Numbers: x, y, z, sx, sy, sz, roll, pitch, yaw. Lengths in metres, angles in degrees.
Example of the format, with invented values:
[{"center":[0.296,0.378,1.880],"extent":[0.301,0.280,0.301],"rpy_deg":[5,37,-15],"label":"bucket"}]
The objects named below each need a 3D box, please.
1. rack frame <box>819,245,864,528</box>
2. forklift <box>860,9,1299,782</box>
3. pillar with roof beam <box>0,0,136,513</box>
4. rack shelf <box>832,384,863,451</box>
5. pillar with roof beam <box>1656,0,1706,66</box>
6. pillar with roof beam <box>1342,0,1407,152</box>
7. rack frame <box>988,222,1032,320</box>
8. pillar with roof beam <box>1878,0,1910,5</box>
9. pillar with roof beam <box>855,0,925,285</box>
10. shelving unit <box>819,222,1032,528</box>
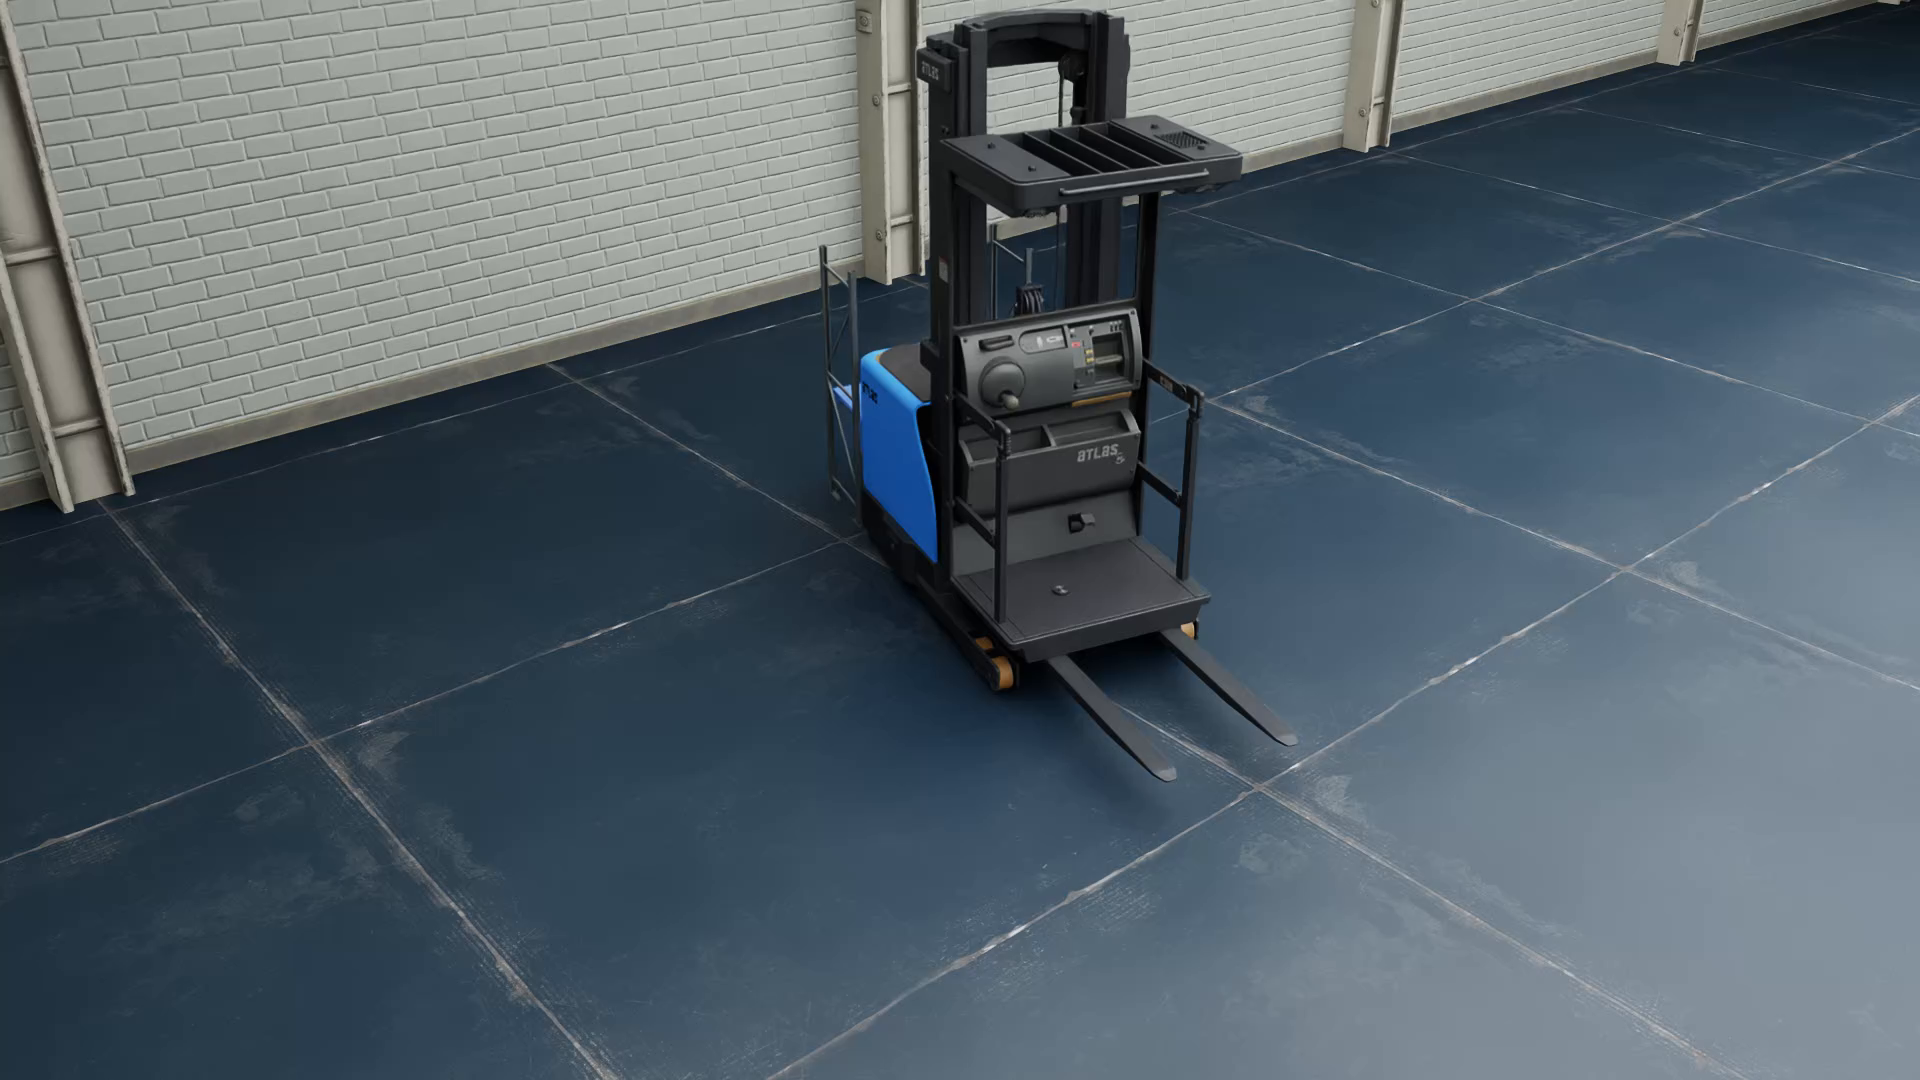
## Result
[{"center":[-0.656,-0.842,9.233],"extent":[0.032,1.500,0.500],"rpy_deg":[-12,30,-20],"label":"rack frame"},{"center":[0.526,-0.807,7.651],"extent":[1.130,2.935,3.031],"rpy_deg":[-12,30,-22],"label":"forklift"},{"center":[-2.292,-2.692,4.739],"extent":[0.400,9.000,9.100],"rpy_deg":[-22,35,-35],"label":"pillar with roof beam"},{"center":[-0.189,-0.778,9.495],"extent":[1.000,0.185,0.538],"rpy_deg":[-12,30,-20],"label":"rack shelf"},{"center":[11.402,-8.198,15.043],"extent":[0.400,9.000,9.100],"rpy_deg":[-22,35,-35],"label":"pillar with roof beam"},{"center":[6.837,-6.363,11.609],"extent":[0.400,9.000,9.100],"rpy_deg":[-22,35,-35],"label":"pillar with roof beam"},{"center":[0.277,-1.032,9.589],"extent":[0.032,1.500,0.500],"rpy_deg":[-12,30,-20],"label":"rack frame"},{"center":[15.966,-10.034,18.478],"extent":[0.400,9.000,9.100],"rpy_deg":[-22,35,-35],"label":"pillar with roof beam"},{"center":[2.273,-4.527,8.174],"extent":[0.400,9.000,9.100],"rpy_deg":[-22,35,-35],"label":"pillar with roof beam"},{"center":[-0.190,-0.937,9.411],"extent":[1.048,1.500,0.538],"rpy_deg":[-12,30,-20],"label":"shelving unit"}]
